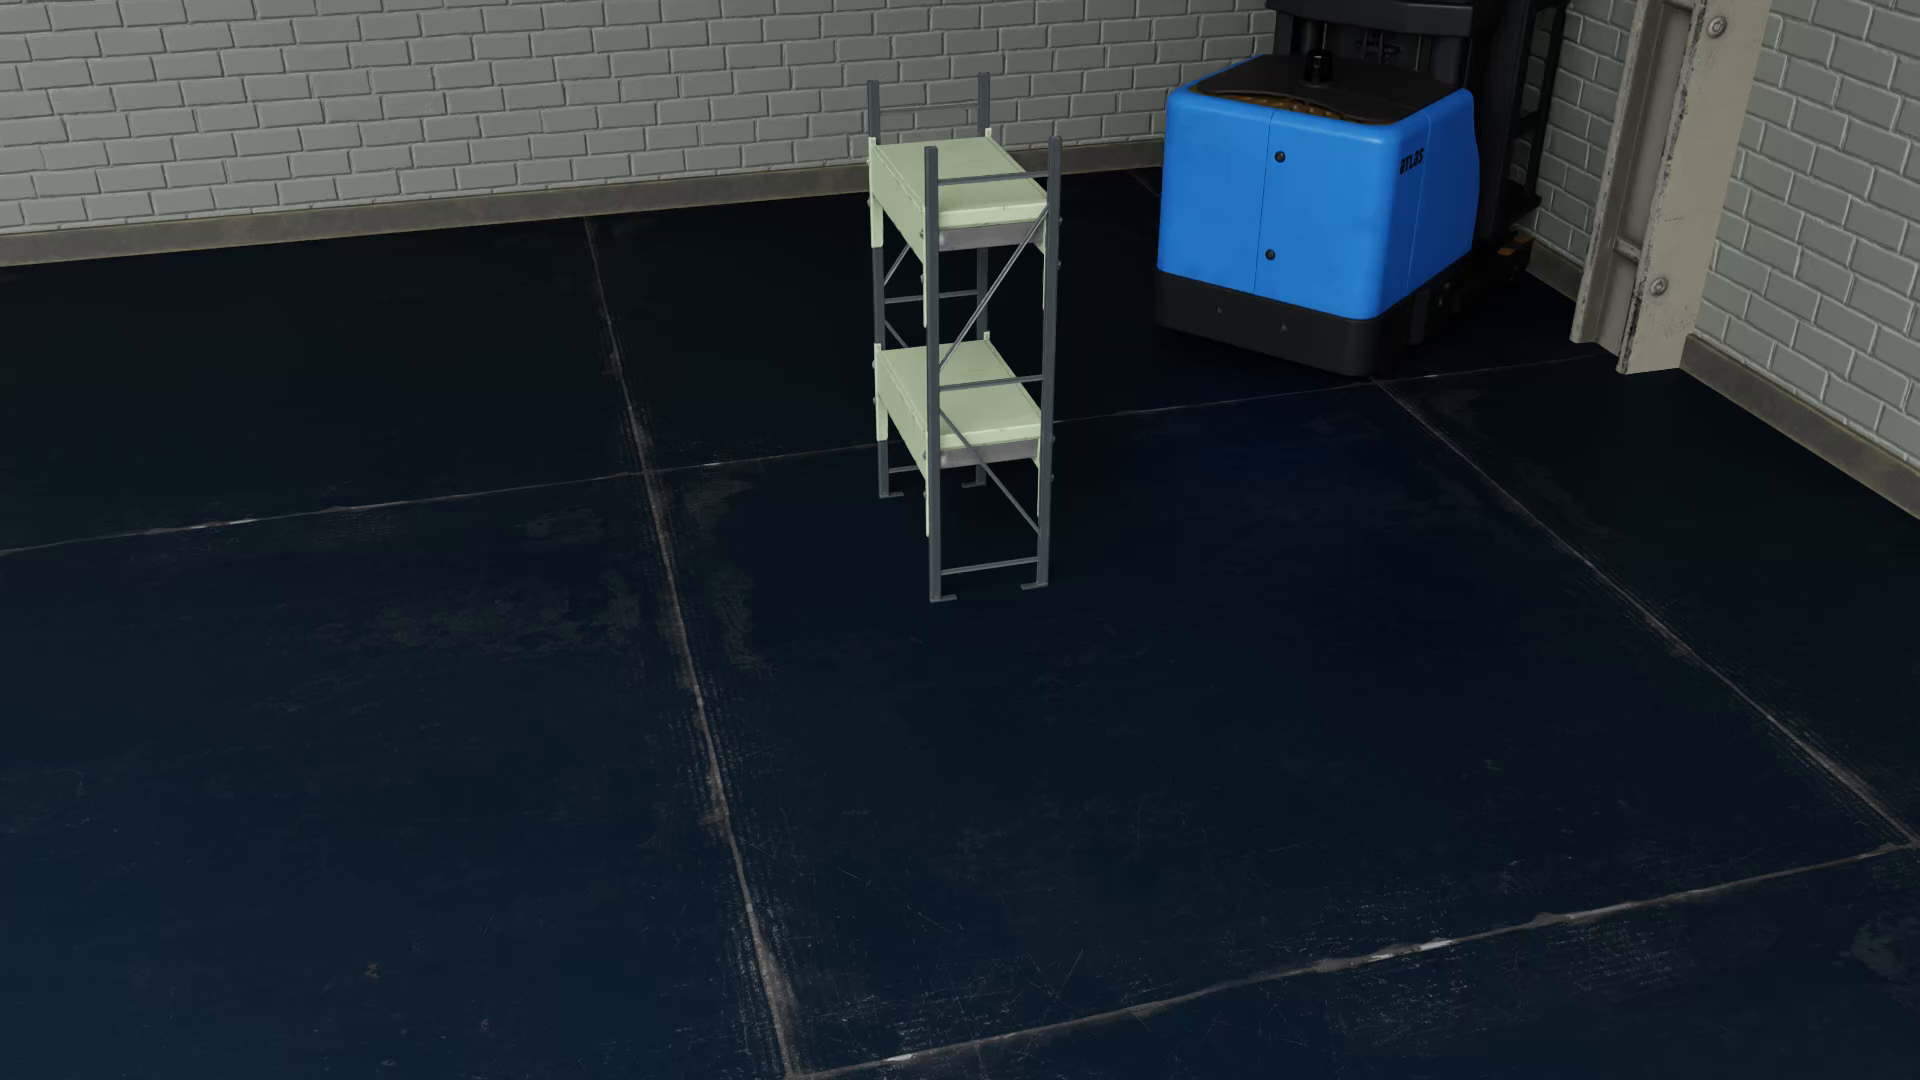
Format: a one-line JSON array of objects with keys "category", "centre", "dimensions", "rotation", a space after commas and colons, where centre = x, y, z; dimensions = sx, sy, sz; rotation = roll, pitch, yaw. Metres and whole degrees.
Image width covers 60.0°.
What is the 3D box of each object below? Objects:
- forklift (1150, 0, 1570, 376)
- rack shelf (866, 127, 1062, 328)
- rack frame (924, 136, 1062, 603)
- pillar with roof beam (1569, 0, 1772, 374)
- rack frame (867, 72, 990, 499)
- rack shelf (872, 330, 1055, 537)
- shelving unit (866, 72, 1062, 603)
[{"category": "forklift", "centre": [2.120, -2.614, 7.341], "dimensions": [1.130, 2.935, 3.031], "rotation": [21, 36, 31]}, {"category": "rack shelf", "centre": [-0.002, -0.990, 5.184], "dimensions": [0.431, 0.370, 0.720], "rotation": [-8, 31, -13]}, {"category": "rack frame", "centre": [0.095, -0.476, 5.074], "dimensions": [0.400, 1.500, 0.023], "rotation": [-8, 31, -13]}, {"category": "pillar with roof beam", "centre": [-1.288, -4.129, 3.901], "dimensions": [9.100, 9.000, 0.400], "rotation": [-8, 31, -13]}, {"category": "rack frame", "centre": [-0.099, -0.829, 5.685], "dimensions": [0.400, 1.500, 0.023], "rotation": [-8, 31, -13]}, {"category": "rack shelf", "centre": [-0.002, -0.370, 5.543], "dimensions": [0.431, 0.370, 0.720], "rotation": [-8, 31, -13]}, {"category": "shelving unit", "centre": [-0.002, -0.652, 5.380], "dimensions": [0.431, 1.500, 0.755], "rotation": [-8, 31, -13]}]
